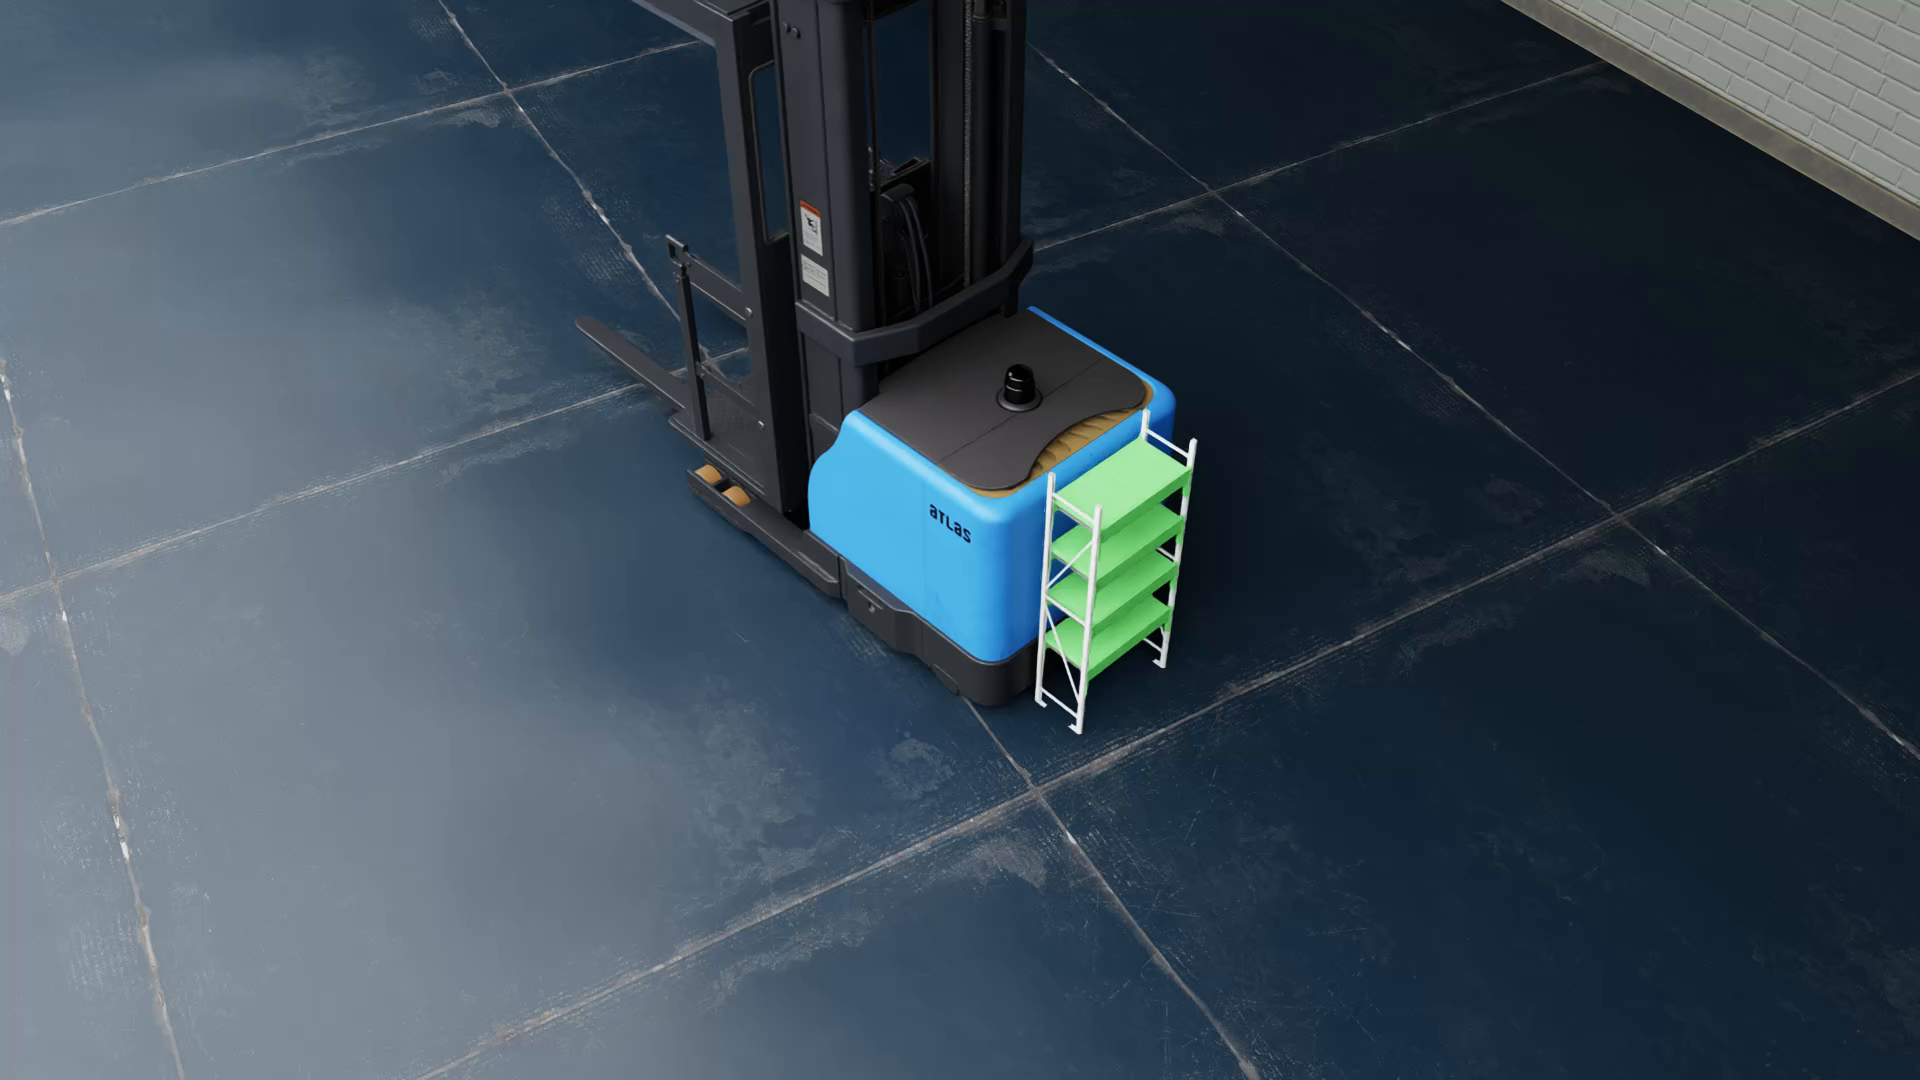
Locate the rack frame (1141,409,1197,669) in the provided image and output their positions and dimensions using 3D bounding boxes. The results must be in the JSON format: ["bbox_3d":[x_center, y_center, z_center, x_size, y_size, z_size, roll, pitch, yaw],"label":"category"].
[{"bbox_3d":[0.738,0.023,6.292,0.015,1.200,0.240,-34,54,-30],"label":"rack frame"}]

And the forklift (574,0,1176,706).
[{"bbox_3d":[-0.555,-1.342,6.457,1.130,2.935,3.031,-34,53,-30],"label":"forklift"}]

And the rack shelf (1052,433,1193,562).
[{"bbox_3d":[0.565,-0.155,5.879,0.480,0.148,0.258,-34,54,-30],"label":"rack shelf"}]

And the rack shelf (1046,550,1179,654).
[{"bbox_3d":[0.562,0.187,6.215,0.480,0.148,0.258,-34,54,-30],"label":"rack shelf"}]

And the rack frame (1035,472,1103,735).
[{"bbox_3d":[0.386,0.259,6.049,0.015,1.200,0.240,-34,54,-30],"label":"rack frame"}]

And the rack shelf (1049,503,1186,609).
[{"bbox_3d":[0.563,0.016,6.047,0.480,0.148,0.258,-34,54,-30],"label":"rack shelf"}]

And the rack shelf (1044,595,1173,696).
[{"bbox_3d":[0.560,0.358,6.384,0.480,0.148,0.258,-34,54,-30],"label":"rack shelf"}]

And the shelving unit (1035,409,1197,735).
[{"bbox_3d":[0.562,0.141,6.171,0.503,1.200,0.258,-34,54,-30],"label":"shelving unit"}]
